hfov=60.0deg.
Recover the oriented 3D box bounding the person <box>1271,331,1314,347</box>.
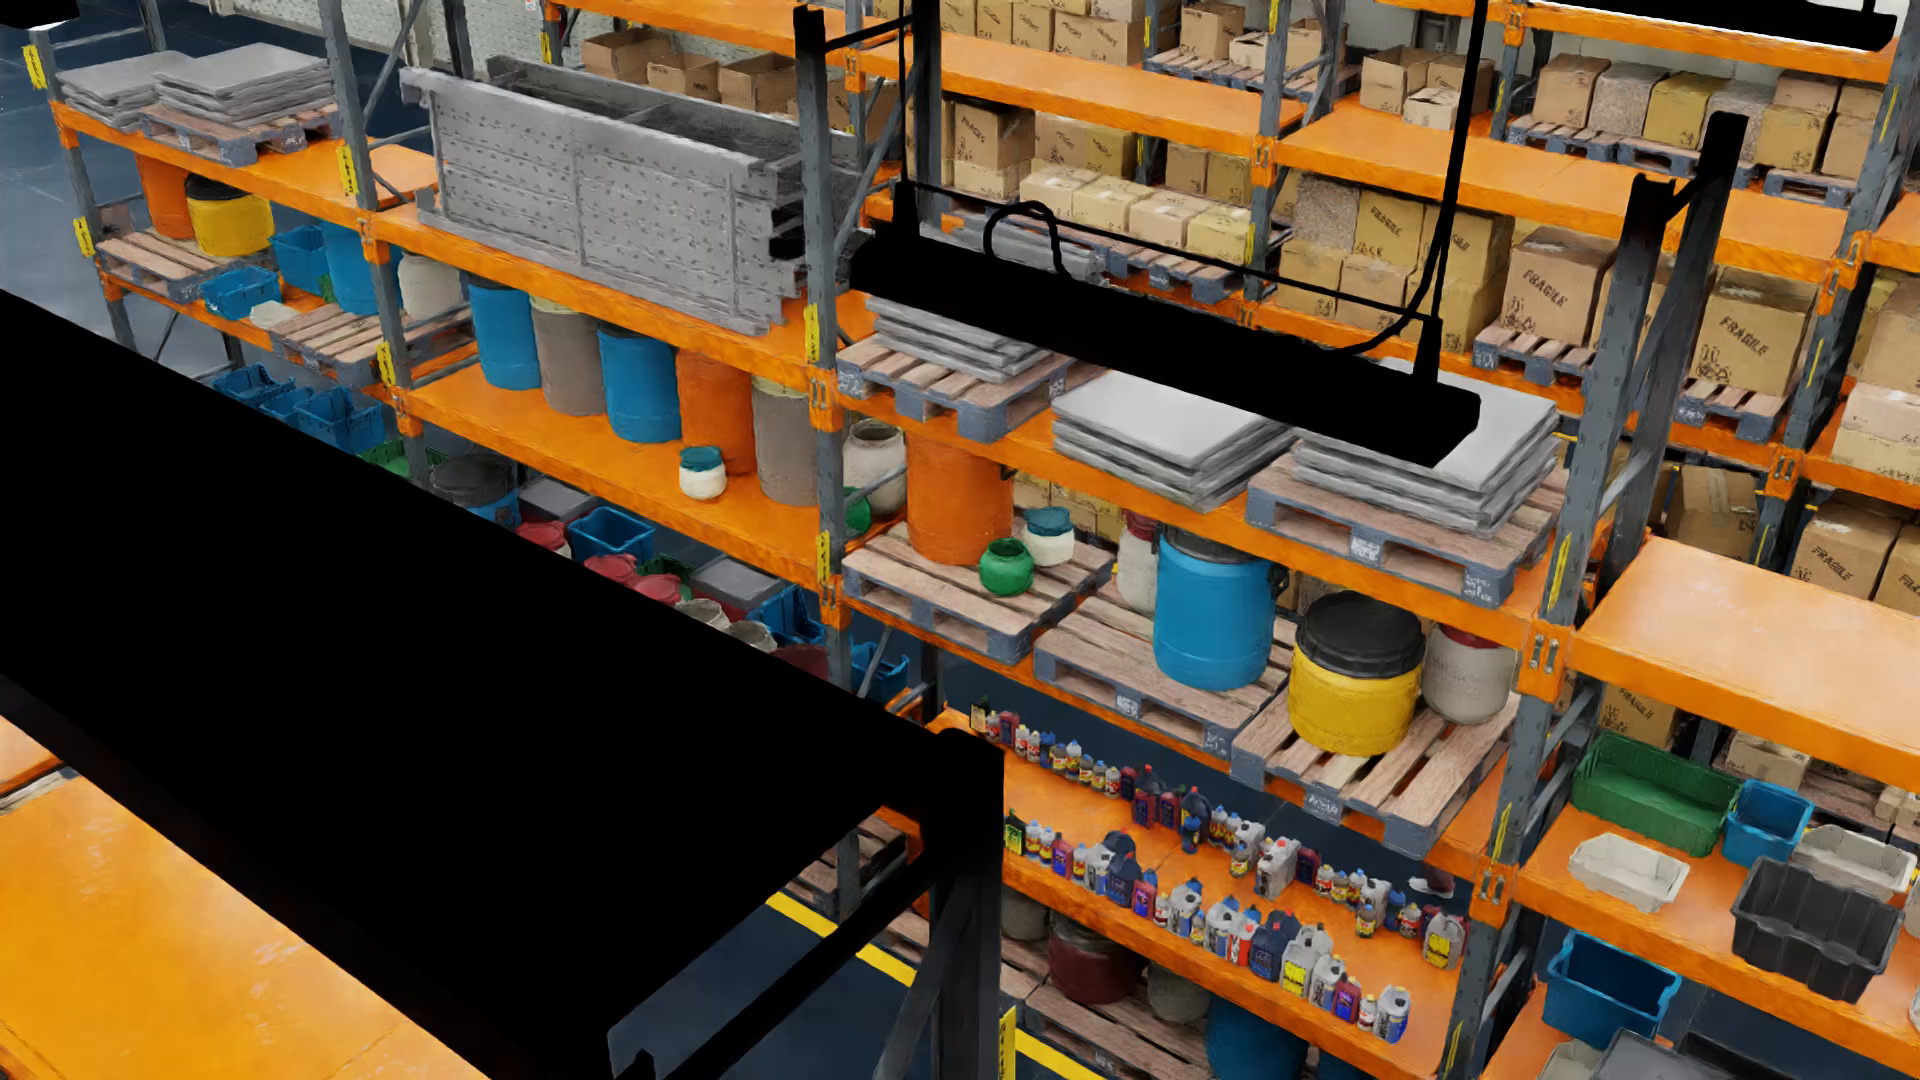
[{"bbox_3d":[3.049,-1.315,15.693,0.638,1.785,0.514,3,32,5],"label":"person"}]

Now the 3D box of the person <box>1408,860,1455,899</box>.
[{"bbox_3d":[3.195,1.630,11.072,0.507,1.619,0.598,20,37,29],"label":"person"}]
